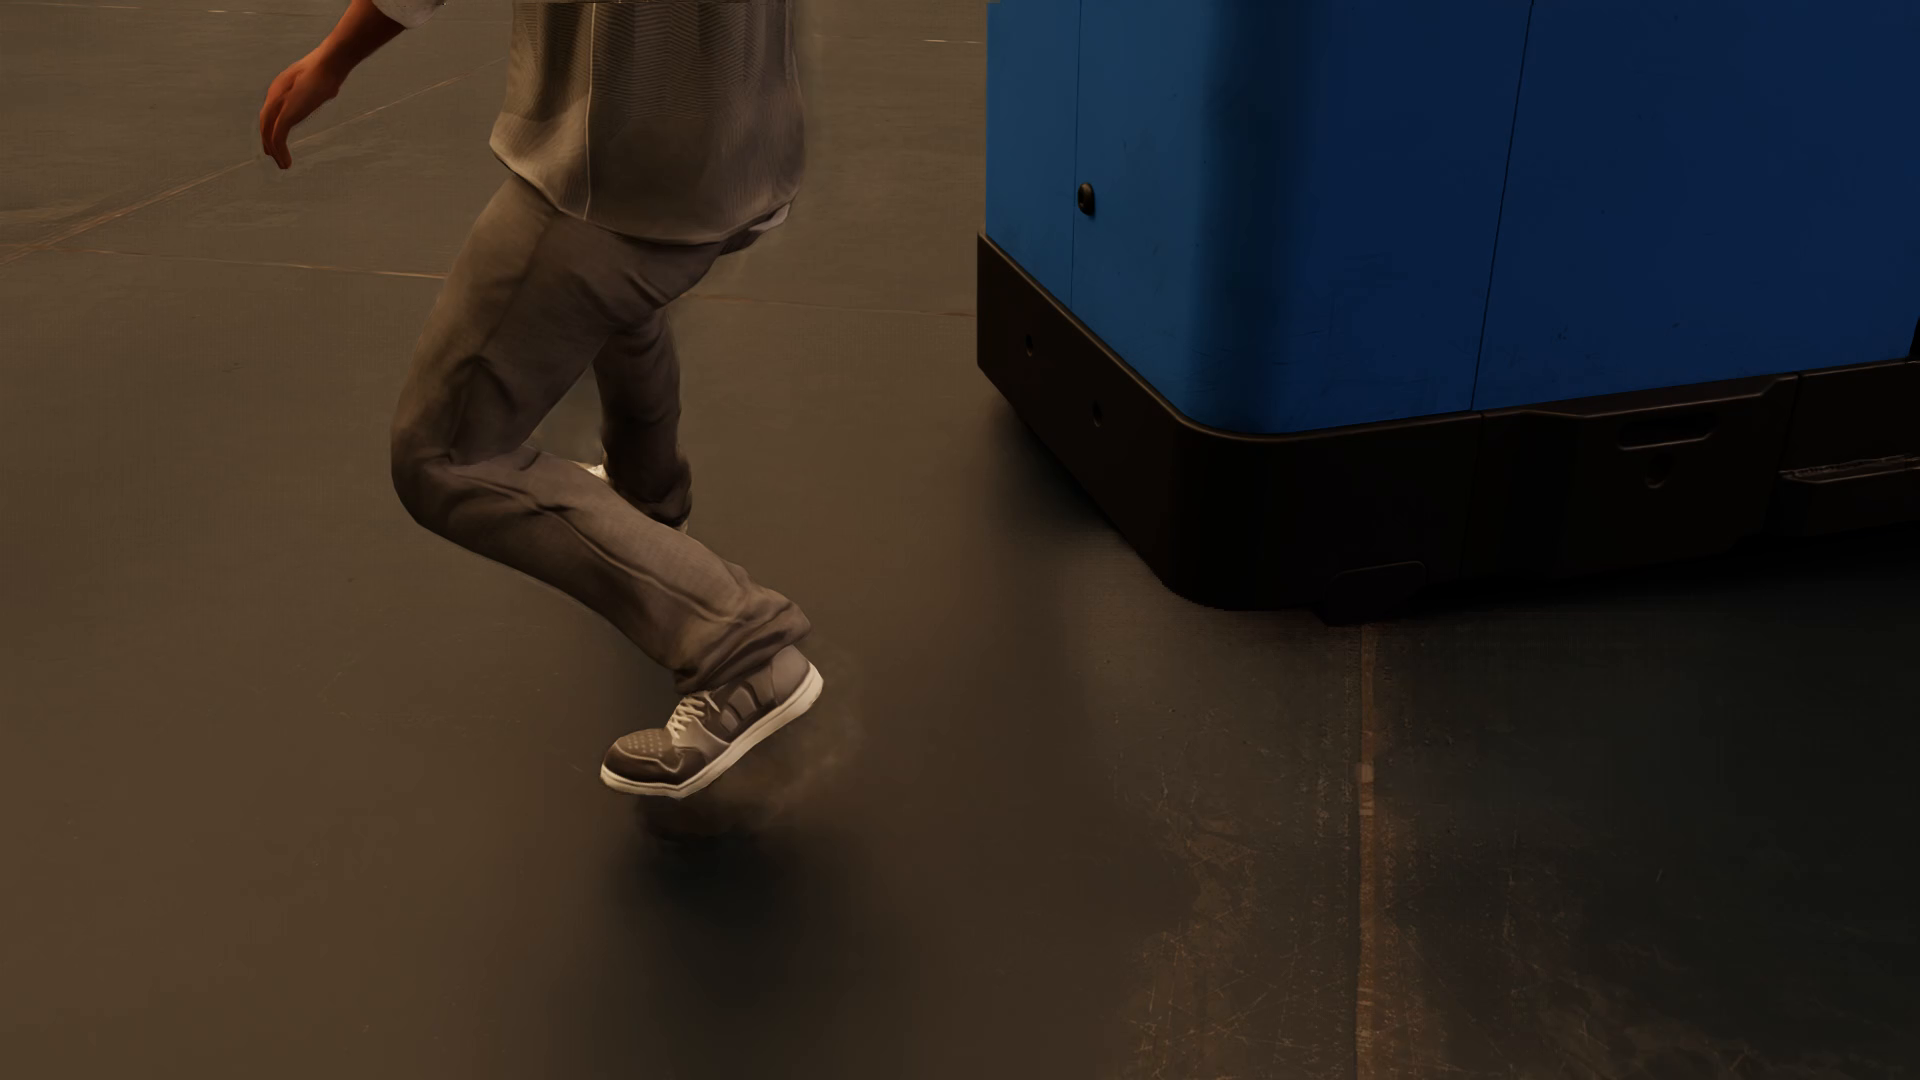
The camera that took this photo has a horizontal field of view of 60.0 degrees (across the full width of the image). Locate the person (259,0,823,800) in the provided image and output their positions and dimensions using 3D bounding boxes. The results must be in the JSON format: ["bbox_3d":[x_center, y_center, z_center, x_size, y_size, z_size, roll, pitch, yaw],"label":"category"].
[{"bbox_3d":[-0.433,-0.491,1.872,0.734,1.426,0.750,11,29,20],"label":"person"}]

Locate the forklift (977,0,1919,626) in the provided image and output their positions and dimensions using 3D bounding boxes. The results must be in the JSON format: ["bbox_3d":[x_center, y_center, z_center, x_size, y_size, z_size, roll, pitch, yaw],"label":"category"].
[{"bbox_3d":[1.606,-1.563,2.344,3.031,2.935,1.130,-8,28,-15],"label":"forklift"}]
